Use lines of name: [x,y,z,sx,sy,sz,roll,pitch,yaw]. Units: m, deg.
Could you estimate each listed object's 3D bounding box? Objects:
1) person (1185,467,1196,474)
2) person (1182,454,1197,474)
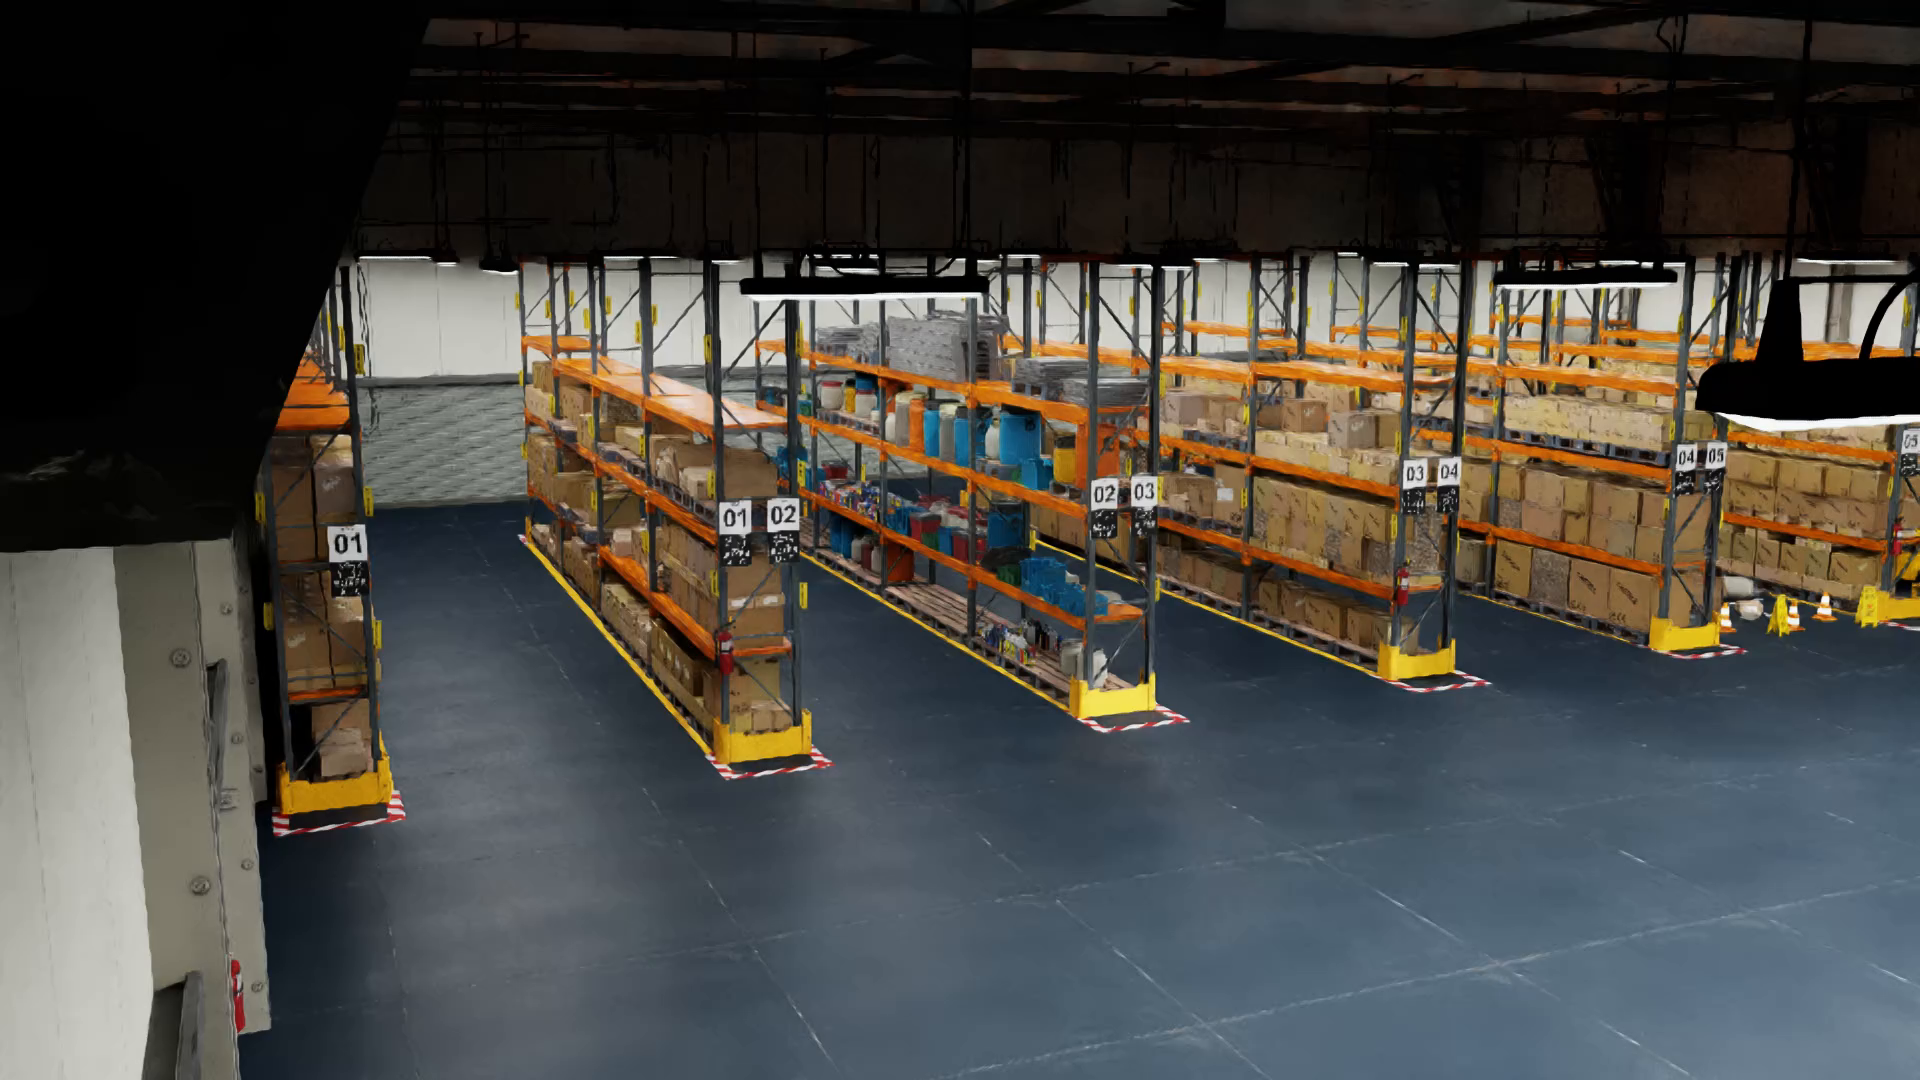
person: [4.617,-0.644,33.746,0.566,1.706,1.122,-4,11,-20]
person: [5.007,-1.128,36.770,0.479,1.567,1.090,-4,11,-20]
